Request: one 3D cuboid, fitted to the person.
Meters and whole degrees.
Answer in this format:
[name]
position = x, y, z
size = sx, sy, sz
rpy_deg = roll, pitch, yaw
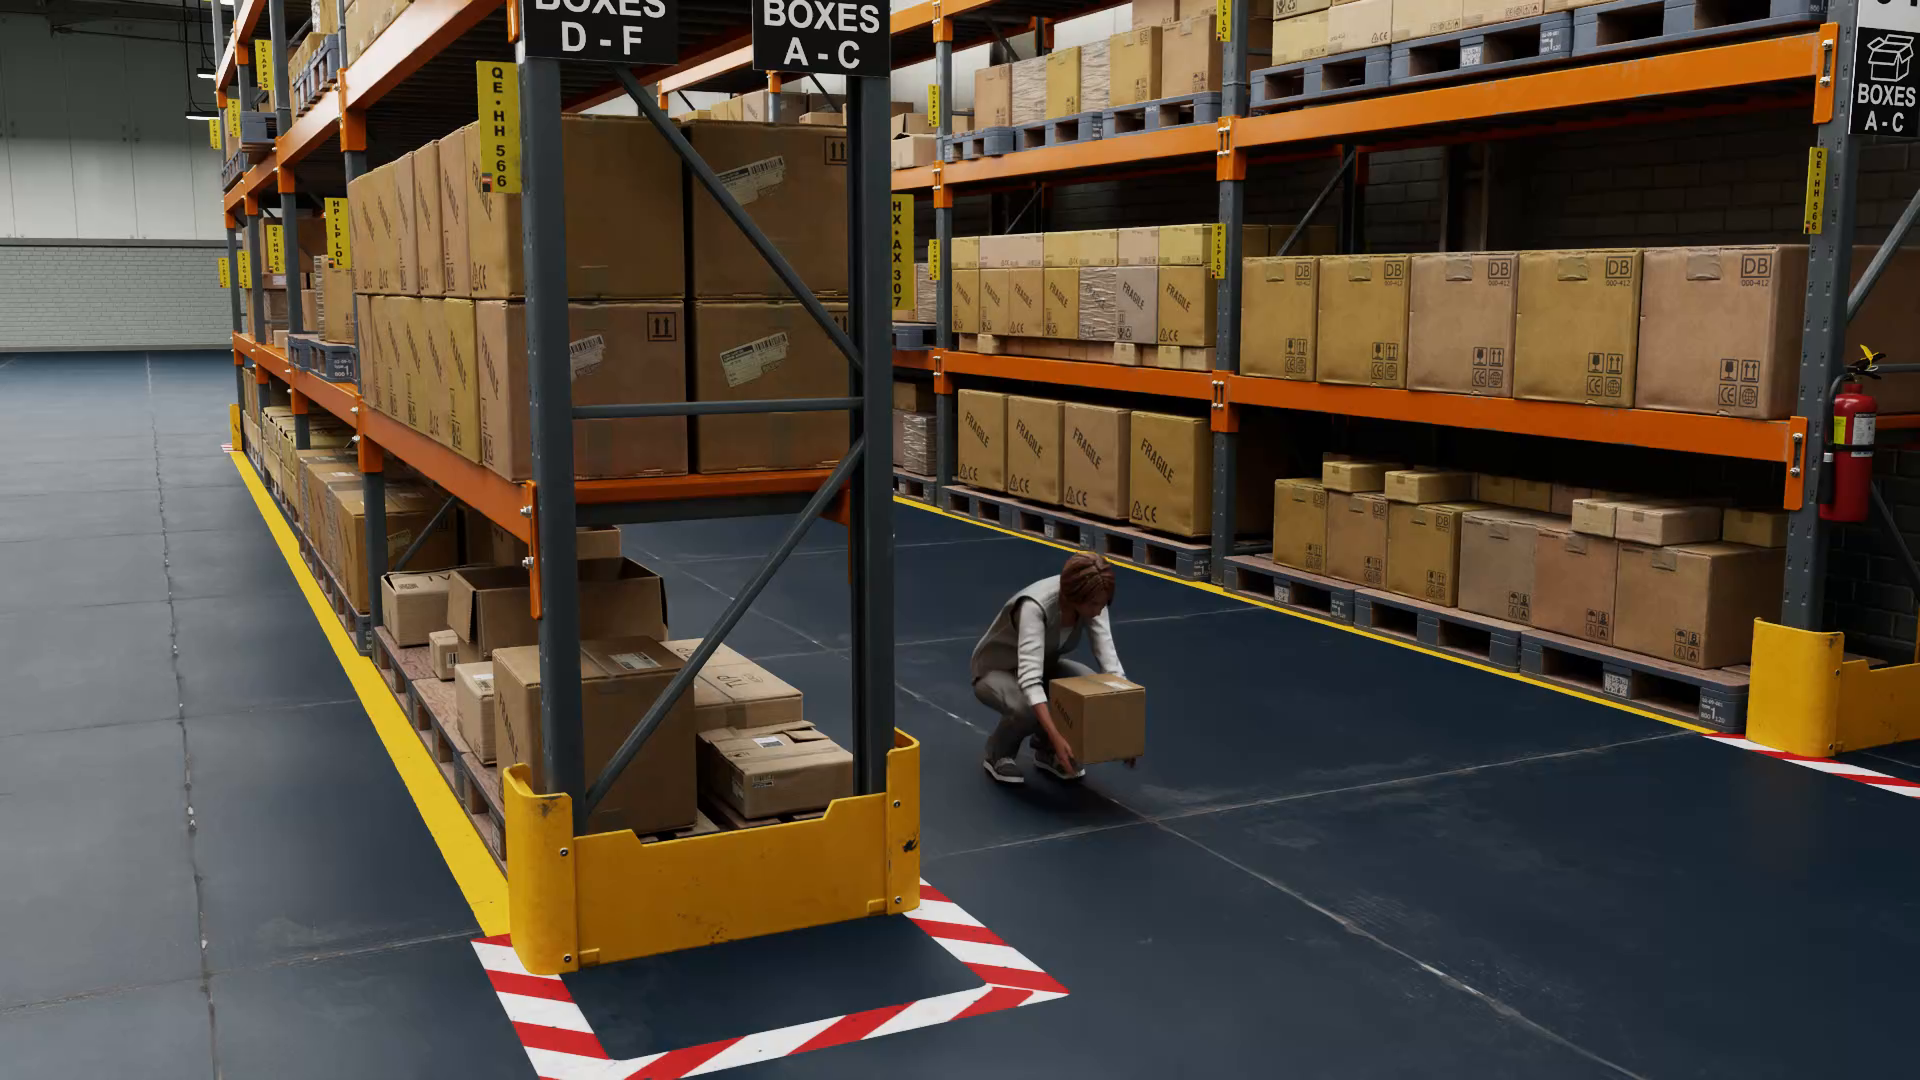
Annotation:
[person]
position = 0.330, 0.475, 6.159
size = 0.429, 0.889, 0.811
rpy_deg = -4, 10, -27
